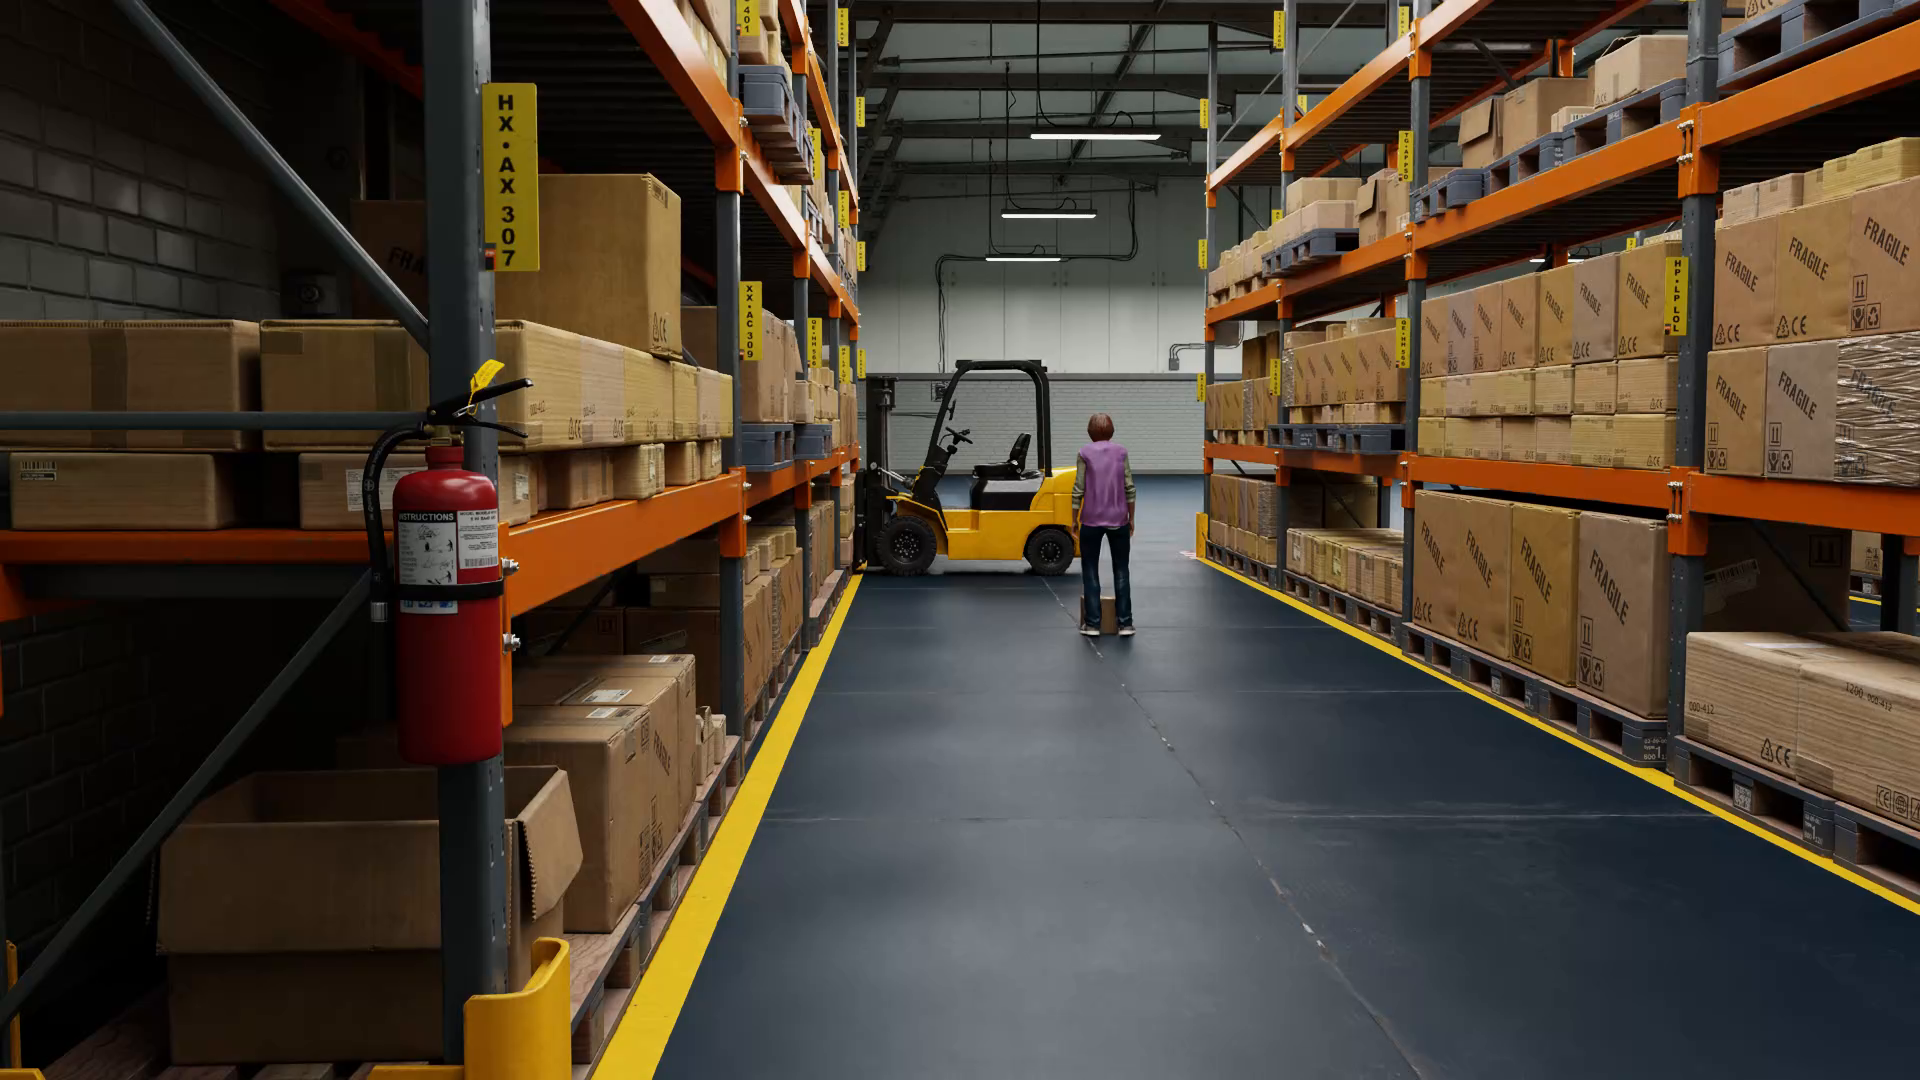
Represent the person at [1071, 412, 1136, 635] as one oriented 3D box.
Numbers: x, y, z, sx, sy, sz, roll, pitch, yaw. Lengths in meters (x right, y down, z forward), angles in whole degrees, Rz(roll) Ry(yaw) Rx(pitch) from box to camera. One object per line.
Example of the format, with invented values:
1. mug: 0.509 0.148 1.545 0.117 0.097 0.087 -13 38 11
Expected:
1. person: 1.028 -0.112 11.851 0.485 1.594 0.341 0 4 -4
